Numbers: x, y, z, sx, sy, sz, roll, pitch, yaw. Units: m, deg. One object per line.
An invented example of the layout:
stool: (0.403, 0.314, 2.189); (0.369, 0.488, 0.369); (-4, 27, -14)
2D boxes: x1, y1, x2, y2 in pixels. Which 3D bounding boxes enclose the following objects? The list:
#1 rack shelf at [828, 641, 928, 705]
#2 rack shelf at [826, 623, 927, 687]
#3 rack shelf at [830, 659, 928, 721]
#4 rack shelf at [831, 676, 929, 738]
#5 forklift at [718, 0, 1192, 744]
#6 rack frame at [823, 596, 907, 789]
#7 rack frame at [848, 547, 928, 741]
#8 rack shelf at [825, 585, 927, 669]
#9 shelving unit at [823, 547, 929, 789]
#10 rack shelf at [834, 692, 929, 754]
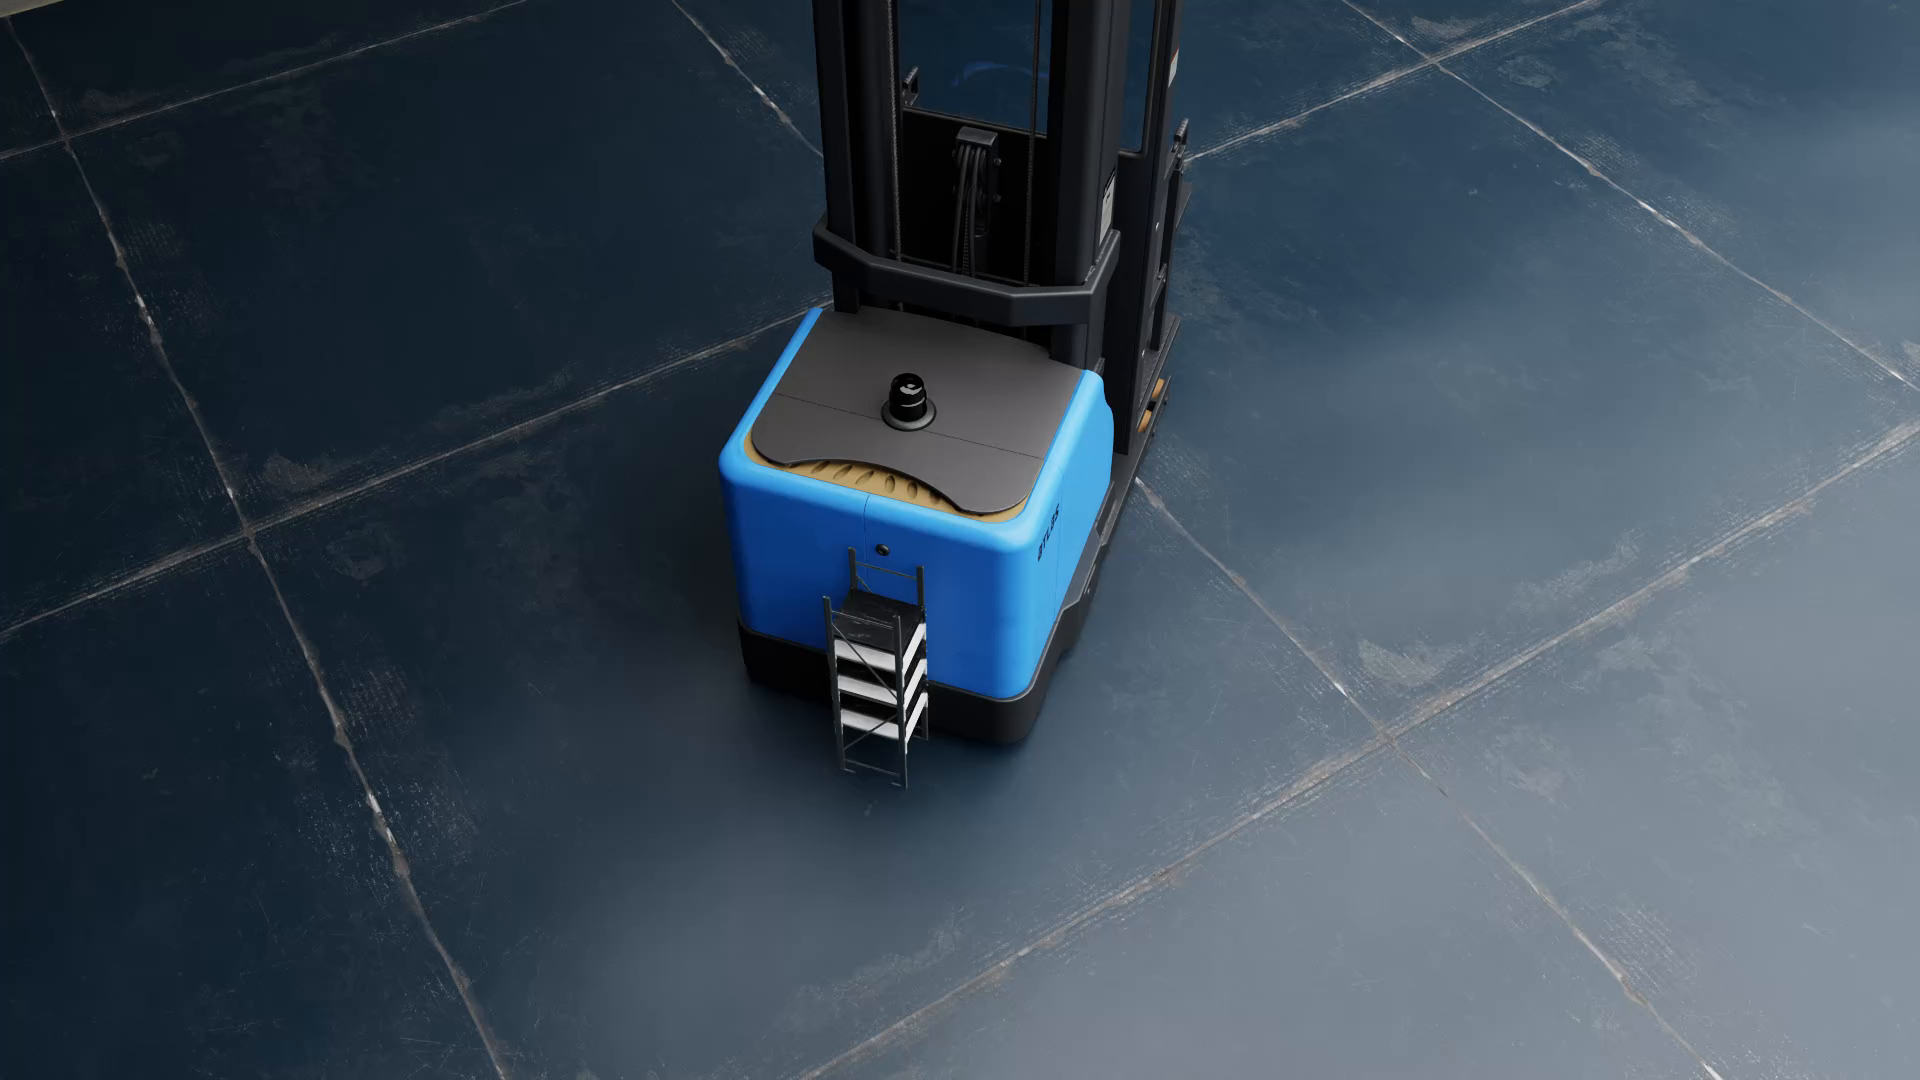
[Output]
rack shelf: (-0.256, 0.386, 5.228); (0.258, 0.077, 0.200); (15, 50, 13)
rack shelf: (-0.256, 0.326, 5.161); (0.258, 0.077, 0.200); (15, 50, 13)
rack shelf: (-0.256, 0.445, 5.295); (0.258, 0.077, 0.200); (15, 50, 13)
rack shelf: (-0.256, 0.505, 5.363); (0.258, 0.077, 0.200); (15, 50, 13)
forklift: (0.207, -1.420, 5.552); (1.130, 2.935, 3.031); (15, 50, 13)
rack frame: (-0.289, 0.495, 5.207); (0.240, 0.900, 0.006); (15, 50, 13)
rack frame: (-0.223, 0.352, 5.334); (0.240, 0.900, 0.006); (15, 50, 13)
rack shelf: (-0.256, 0.266, 5.094); (0.258, 0.077, 0.200); (15, 50, 13)
shelving unit: (-0.256, 0.423, 5.270); (0.258, 0.900, 0.210); (15, 50, 13)
rack shelf: (-0.256, 0.565, 5.430); (0.258, 0.077, 0.200); (15, 50, 13)
